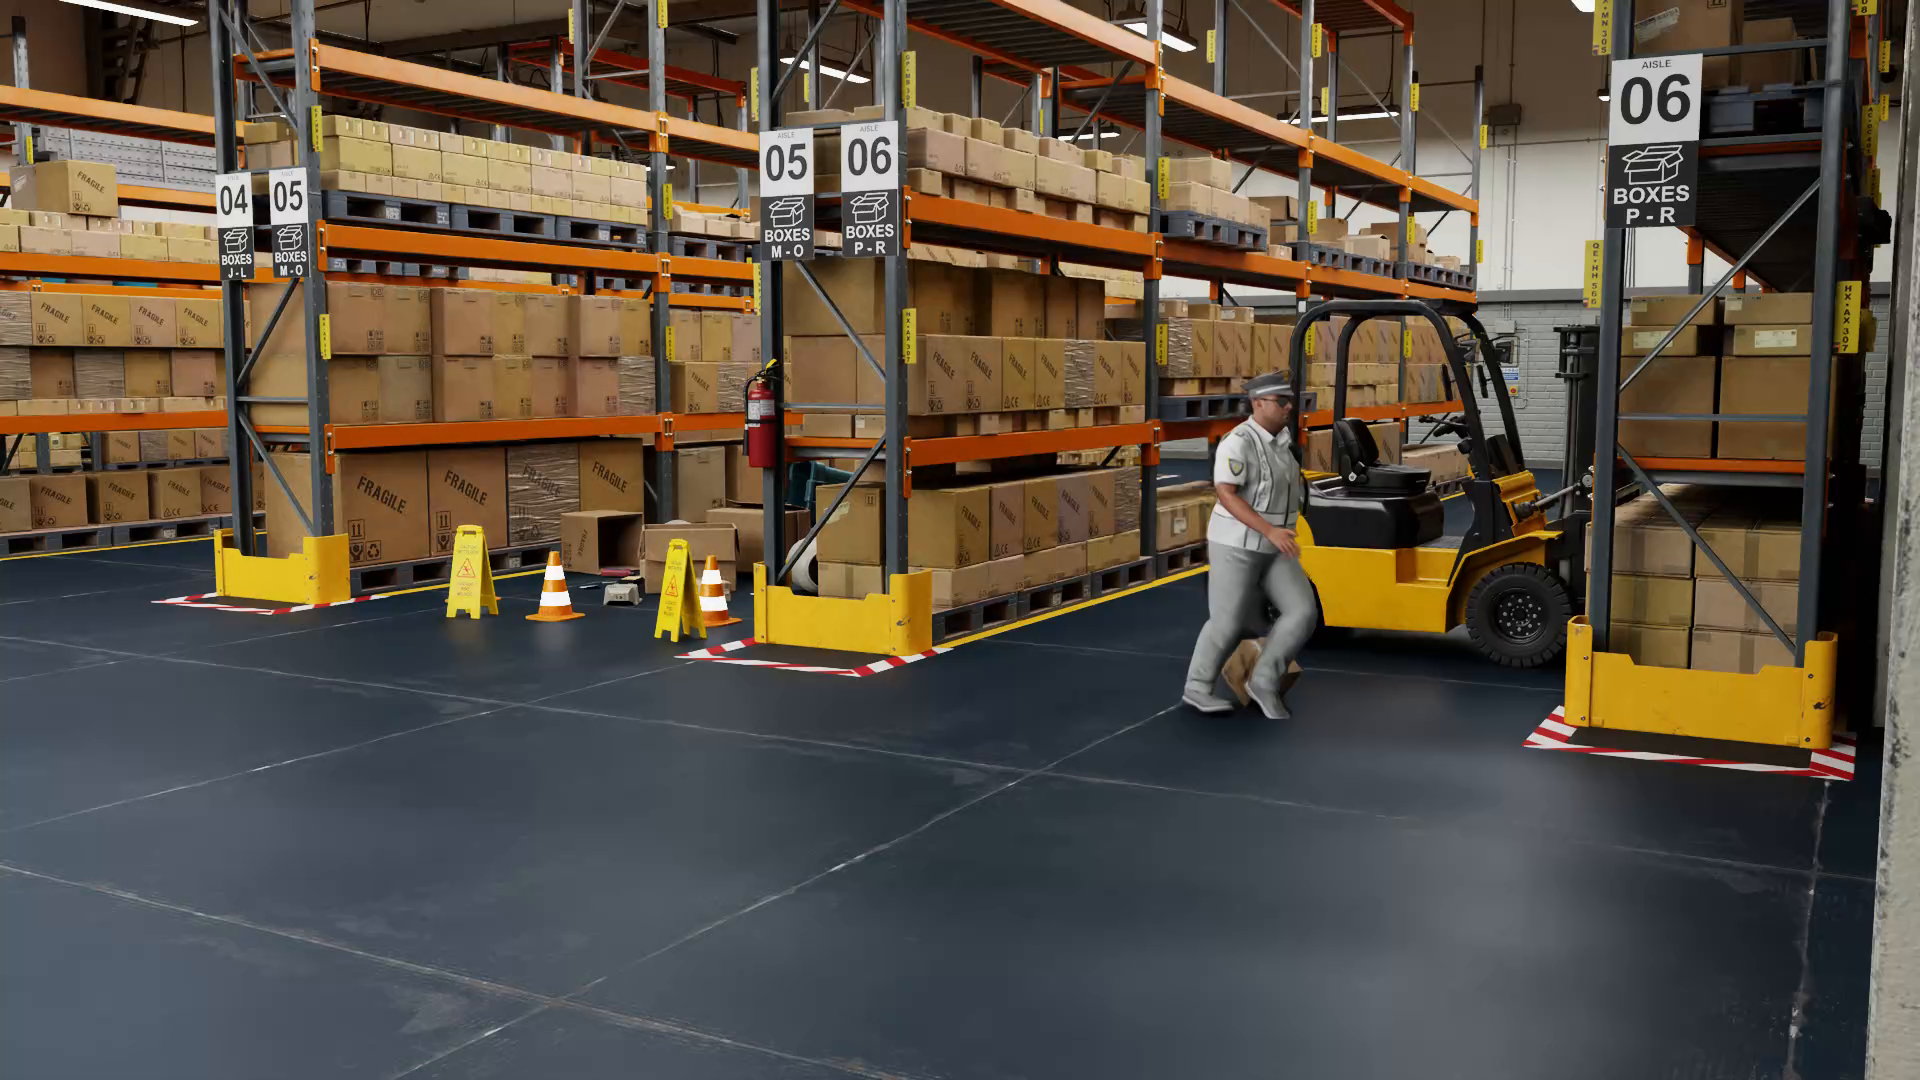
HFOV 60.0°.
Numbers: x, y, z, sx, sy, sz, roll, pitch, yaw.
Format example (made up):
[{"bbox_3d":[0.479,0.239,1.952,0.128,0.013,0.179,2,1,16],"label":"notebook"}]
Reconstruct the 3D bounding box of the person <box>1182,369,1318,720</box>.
[{"bbox_3d":[1.472,0.058,8.240,0.702,1.799,0.792,-5,8,-41],"label":"person"}]
